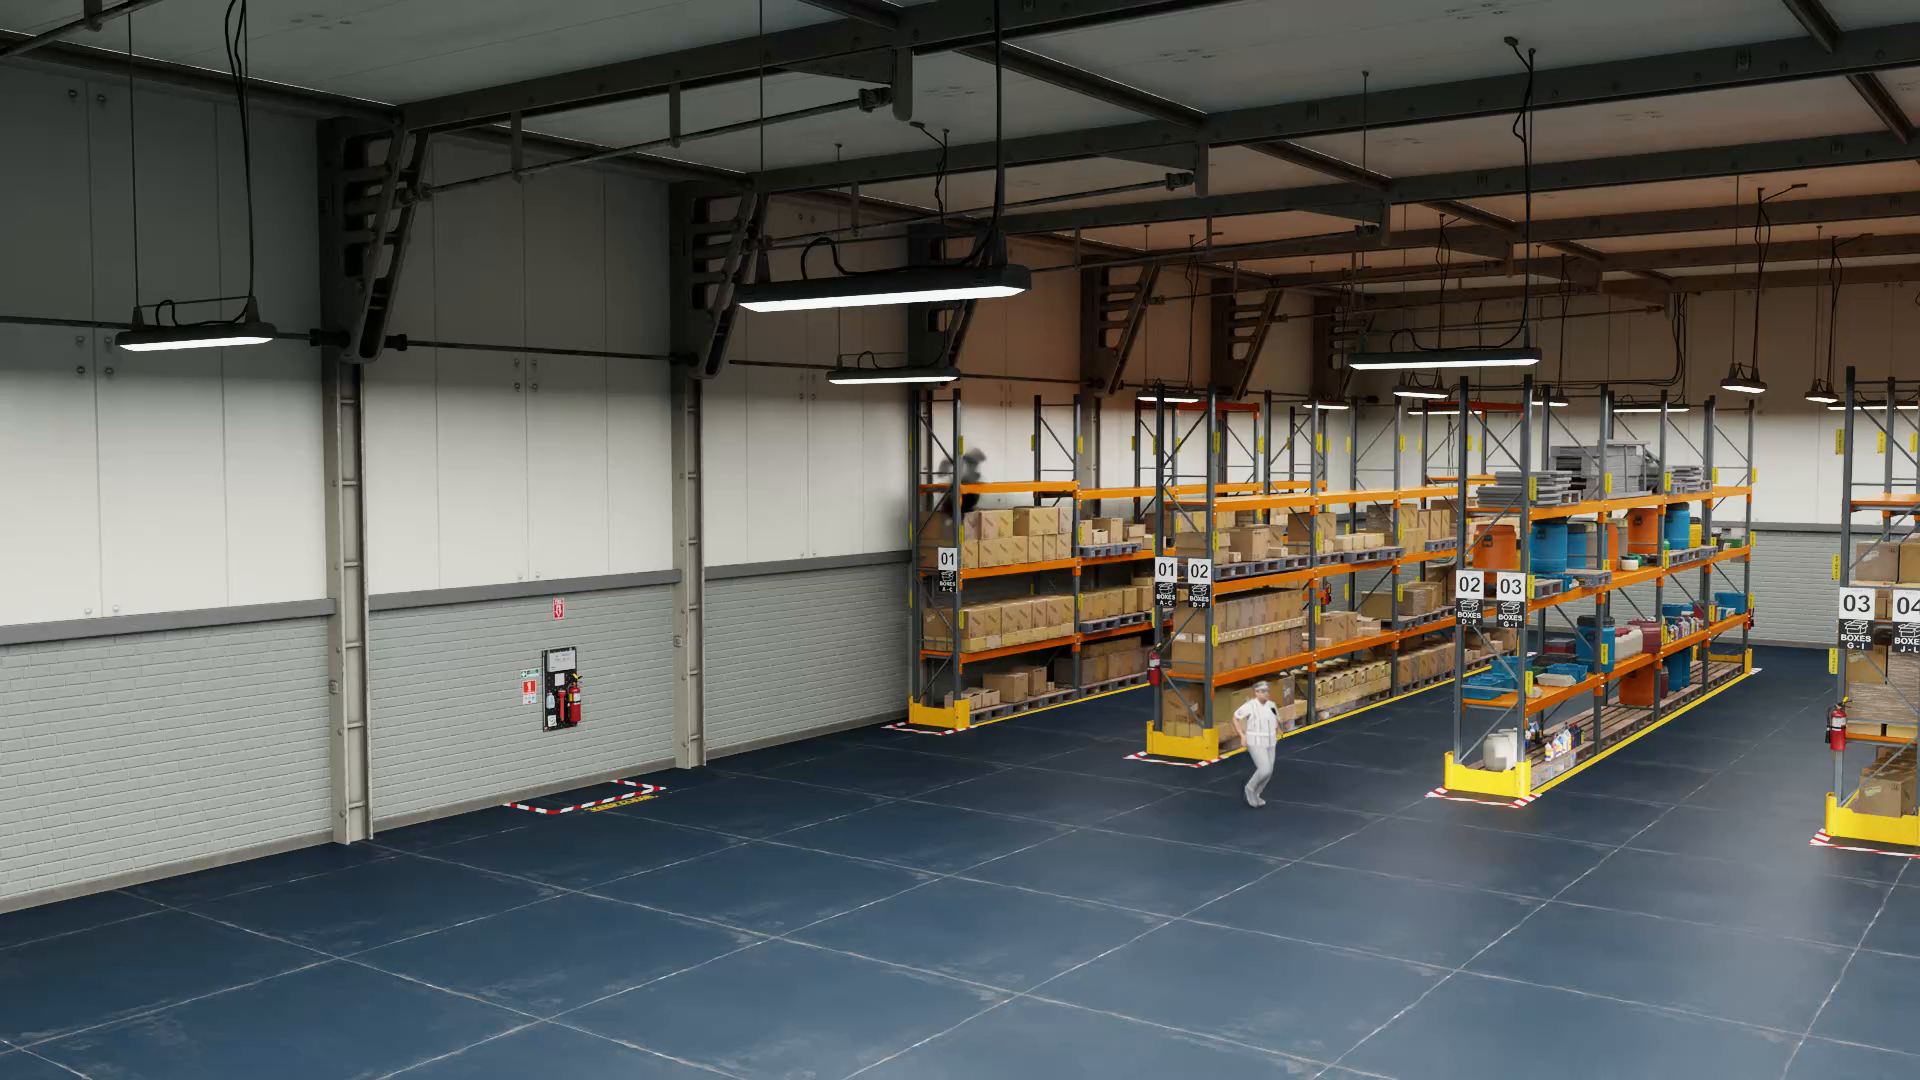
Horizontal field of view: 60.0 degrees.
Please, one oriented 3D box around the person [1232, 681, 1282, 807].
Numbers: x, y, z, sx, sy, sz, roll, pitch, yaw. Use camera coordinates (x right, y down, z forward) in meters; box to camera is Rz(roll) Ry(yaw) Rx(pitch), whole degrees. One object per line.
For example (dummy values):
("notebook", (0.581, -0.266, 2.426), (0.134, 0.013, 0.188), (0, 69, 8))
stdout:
("person", (4.177, 2.812, 22.914), (0.647, 1.754, 0.659), (-2, 4, -29))
